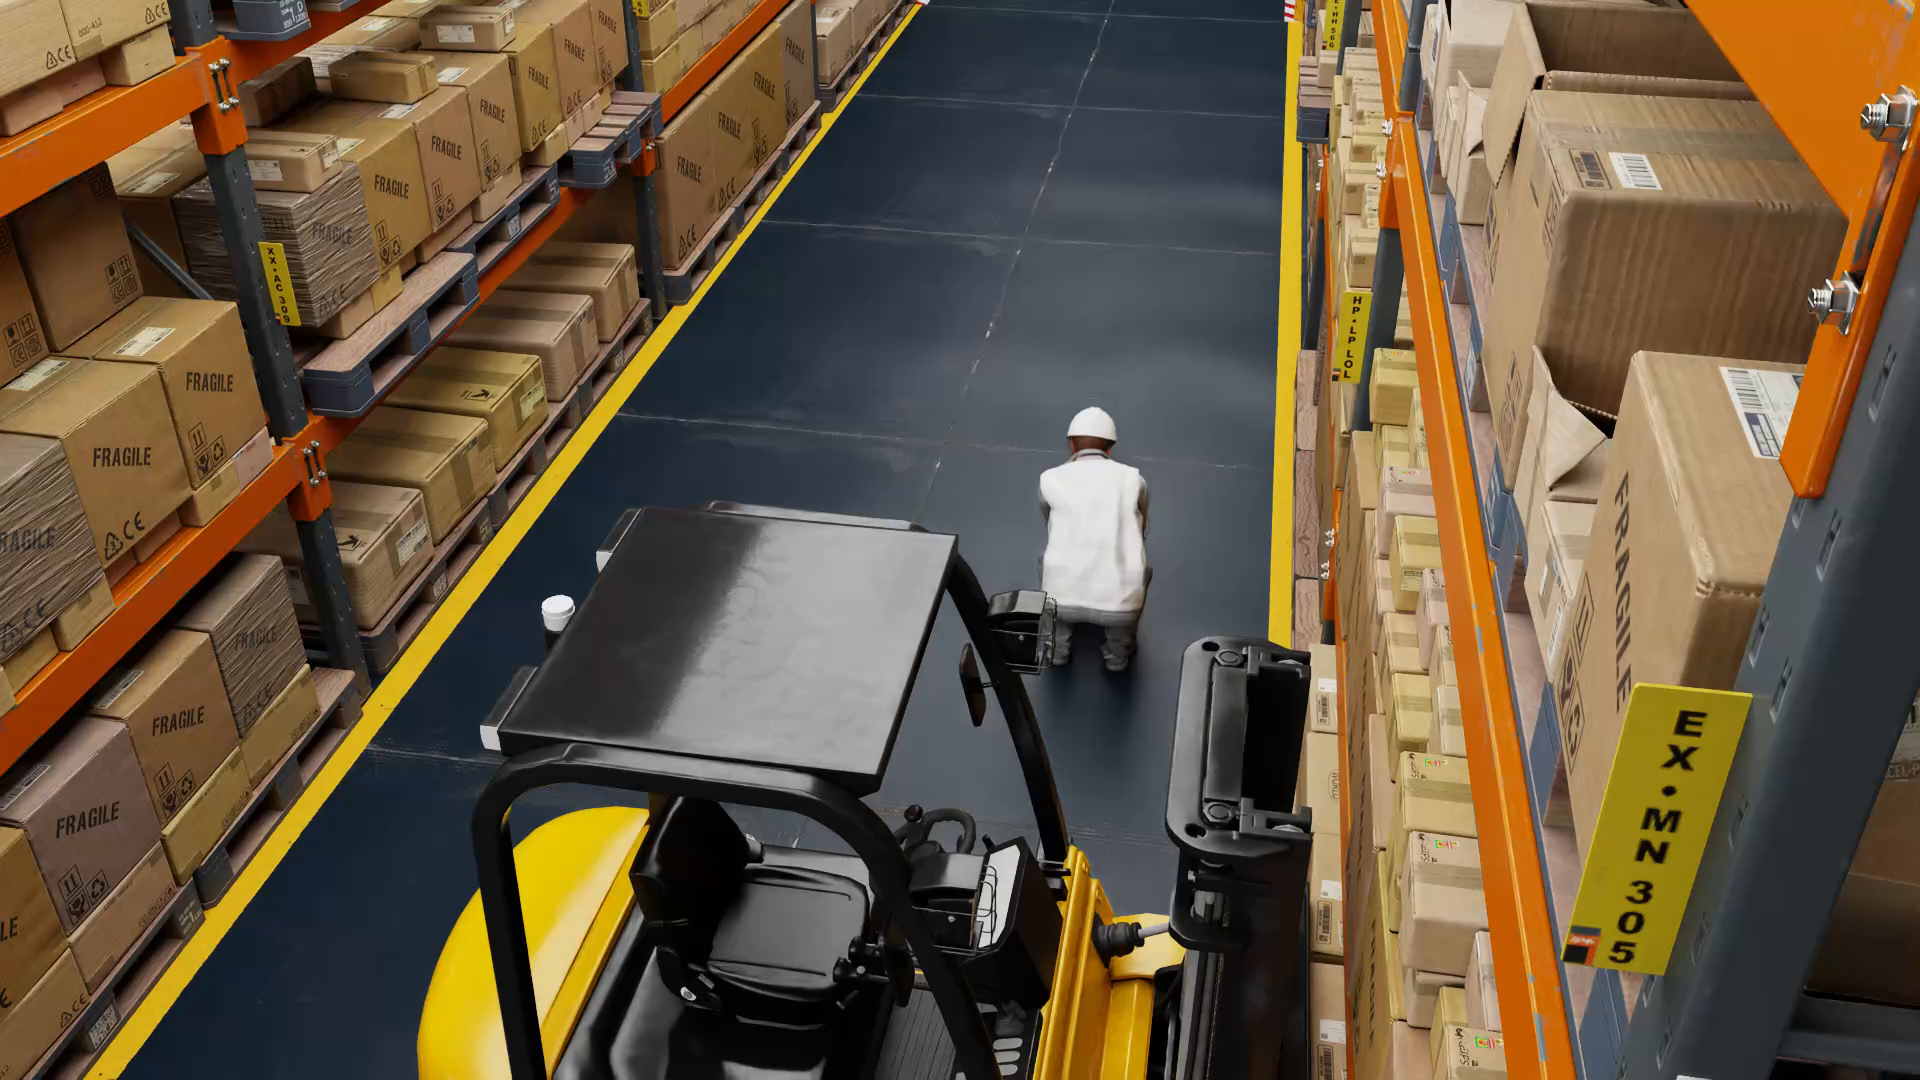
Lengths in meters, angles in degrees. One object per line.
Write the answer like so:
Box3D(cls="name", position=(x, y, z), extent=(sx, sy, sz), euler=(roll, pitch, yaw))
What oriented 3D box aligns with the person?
Box3D(cls="person", position=(0.593, 0.004, 7.337), extent=(0.527, 1.009, 0.877), euler=(5, 33, 8))
